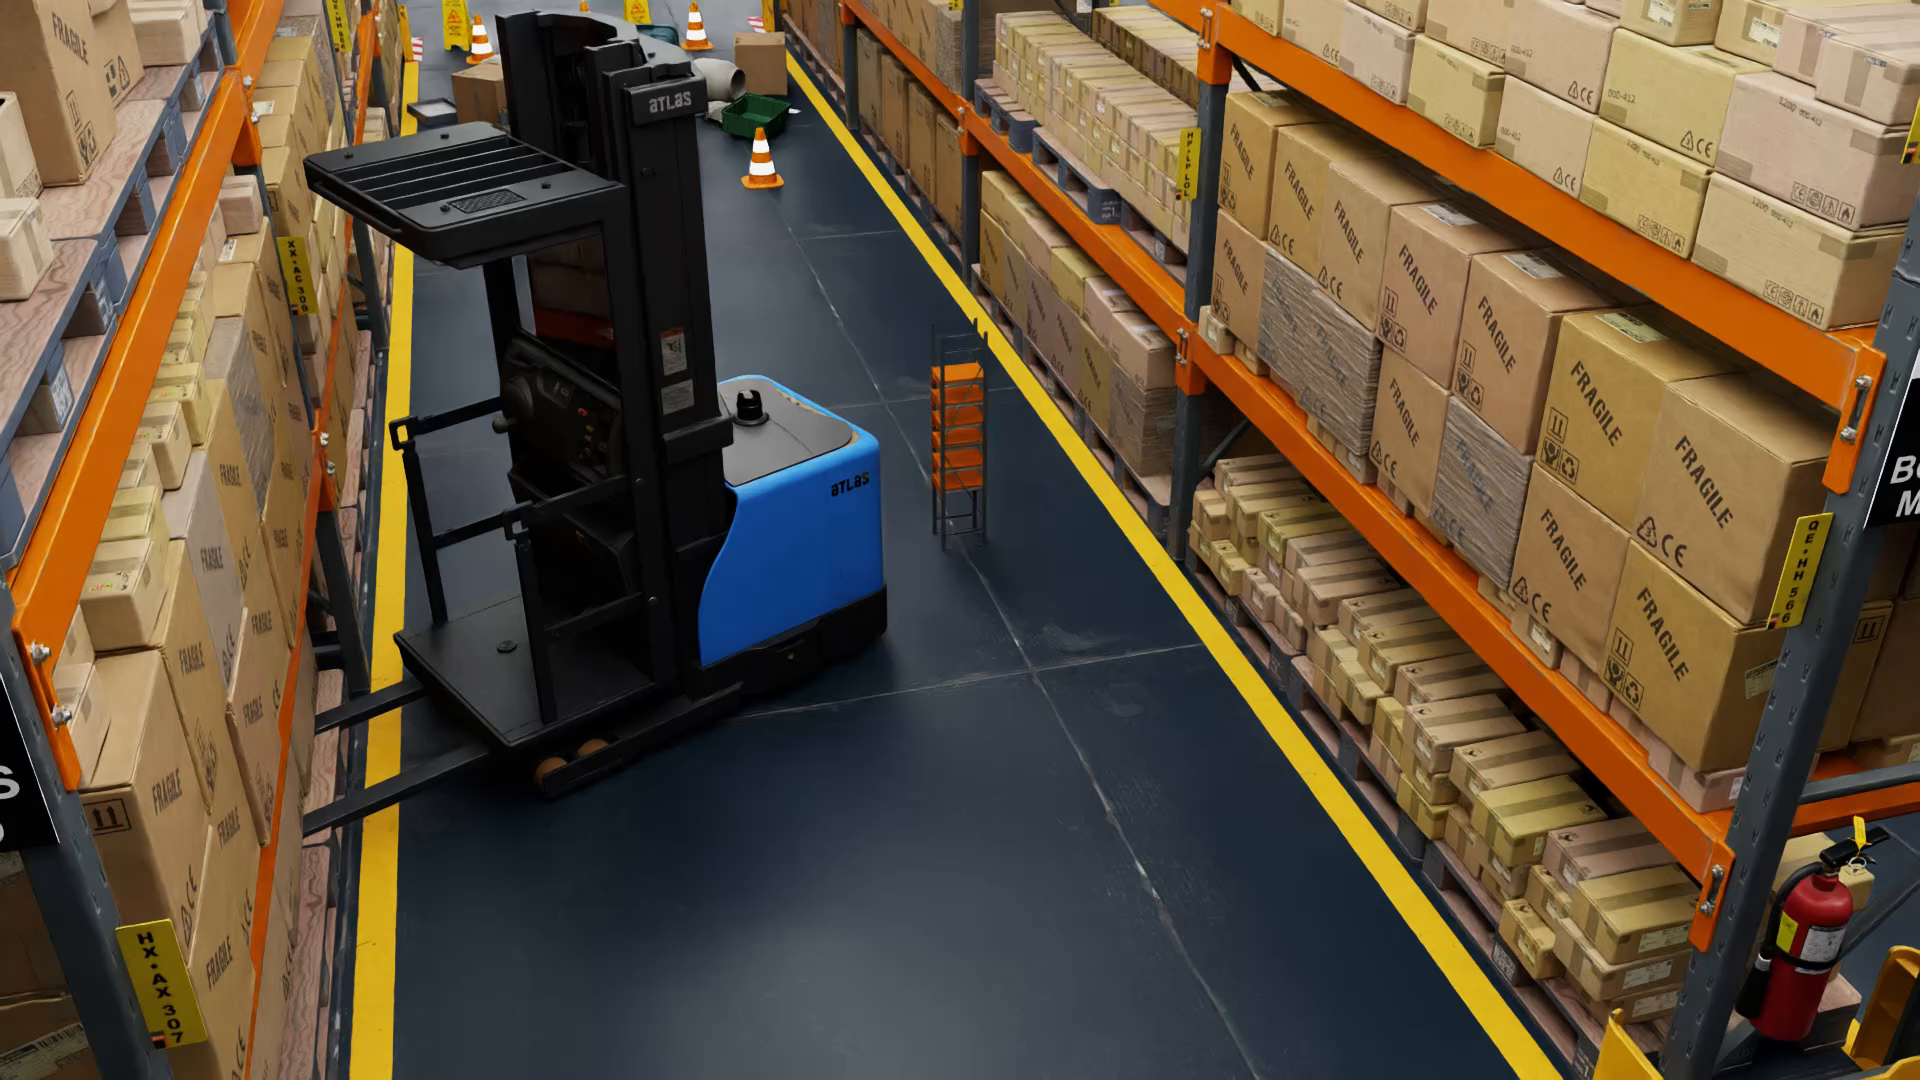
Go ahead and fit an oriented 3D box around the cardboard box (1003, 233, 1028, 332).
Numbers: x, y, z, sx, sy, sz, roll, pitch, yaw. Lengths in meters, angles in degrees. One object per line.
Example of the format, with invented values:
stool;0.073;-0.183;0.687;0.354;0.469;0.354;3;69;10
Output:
cardboard box;0.587;-1.691;10.754;0.500;0.500;0.500;-7;31;-13

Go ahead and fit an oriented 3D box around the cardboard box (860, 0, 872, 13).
cardboard box;-0.538;-4.651;13.691;0.500;0.500;0.500;-8;31;-13

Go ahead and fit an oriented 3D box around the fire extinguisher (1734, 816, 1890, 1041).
fire extinguisher;2.254;1.032;4.421;0.296;0.674;0.183;-8;31;-13

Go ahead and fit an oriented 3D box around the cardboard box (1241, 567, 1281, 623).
cardboard box;1.544;0.235;7.776;0.380;0.149;0.250;-8;31;-14

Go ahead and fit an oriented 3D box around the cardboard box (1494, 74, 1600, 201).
cardboard box;1.995;-1.250;5.071;0.500;0.250;0.500;-7;31;-11

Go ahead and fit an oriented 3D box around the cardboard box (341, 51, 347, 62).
cardboard box;-4.279;-3.355;10.736;0.500;0.500;0.500;-6;31;-11

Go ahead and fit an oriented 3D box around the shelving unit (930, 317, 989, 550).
shelving unit;-0.004;-0.526;8.462;0.258;1.200;0.189;-8;31;-13

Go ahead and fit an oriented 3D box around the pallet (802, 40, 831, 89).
pallet;-1.007;-4.902;17.009;1.003;0.211;1.213;-8;31;-13

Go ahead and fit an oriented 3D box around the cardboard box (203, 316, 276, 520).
cardboard box;-2.513;-0.364;5.287;0.500;0.500;0.500;-7;31;-13

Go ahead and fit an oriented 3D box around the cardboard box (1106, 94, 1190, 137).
cardboard box;1.005;-2.276;8.926;0.380;0.149;0.250;-9;31;-15

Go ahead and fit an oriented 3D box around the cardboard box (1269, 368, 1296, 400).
cardboard box;1.592;-0.752;7.305;0.380;0.149;0.250;-9;31;-15

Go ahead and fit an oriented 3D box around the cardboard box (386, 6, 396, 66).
cardboard box;-5.484;-4.579;15.244;0.500;0.500;0.500;-6;31;-11

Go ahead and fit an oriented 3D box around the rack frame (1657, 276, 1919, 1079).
rack frame;2.632;0.655;4.625;1.000;3.000;0.127;-8;31;-13

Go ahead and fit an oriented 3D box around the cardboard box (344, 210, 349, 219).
cardboard box;-3.702;-1.983;9.331;0.500;0.250;0.500;-7;31;-12

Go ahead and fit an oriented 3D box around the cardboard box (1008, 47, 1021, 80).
cardboard box;0.517;-3.020;10.508;0.380;0.149;0.250;-6;31;-11

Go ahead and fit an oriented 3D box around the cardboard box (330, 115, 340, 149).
cardboard box;-3.724;-2.206;9.218;0.500;0.250;0.500;-9;31;-15

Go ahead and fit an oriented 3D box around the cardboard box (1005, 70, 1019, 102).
cardboard box;0.504;-2.910;10.614;0.380;0.149;0.250;-6;31;-11

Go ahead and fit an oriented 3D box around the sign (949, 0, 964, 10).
sign;-0.026;-3.635;10.880;0.100;0.325;0.005;-8;31;-13

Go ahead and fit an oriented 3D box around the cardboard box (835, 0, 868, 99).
cardboard box;-0.653;-4.716;15.606;0.875;0.875;0.875;-7;31;-13

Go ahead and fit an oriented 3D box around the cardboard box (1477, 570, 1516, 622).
cardboard box;2.030;0.148;5.751;0.380;0.149;0.250;-9;31;-15

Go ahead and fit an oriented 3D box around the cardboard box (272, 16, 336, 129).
cardboard box;-3.704;-2.517;9.006;0.500;0.500;0.500;-7;31;-12

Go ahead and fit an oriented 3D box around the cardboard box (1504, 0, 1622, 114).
cardboard box;1.994;-1.478;4.966;0.500;0.250;0.500;-7;31;-13

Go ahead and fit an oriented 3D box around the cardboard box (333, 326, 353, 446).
cardboard box;-3.901;-0.988;9.165;0.875;0.875;0.875;-7;31;-13

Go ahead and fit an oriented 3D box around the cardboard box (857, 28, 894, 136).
cardboard box;-0.302;-4.061;14.599;1.050;0.750;0.750;-8;31;-14

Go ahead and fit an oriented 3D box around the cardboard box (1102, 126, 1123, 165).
cardboard box;0.996;-2.150;9.004;0.380;0.149;0.250;-9;31;-16

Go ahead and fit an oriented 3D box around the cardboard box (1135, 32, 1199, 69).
cardboard box;1.289;-2.987;10.155;0.380;0.149;0.250;-7;31;-12

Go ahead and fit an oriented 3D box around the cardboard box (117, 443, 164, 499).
cardboard box;-2.245;-0.106;4.193;0.380;0.149;0.250;-8;31;-13

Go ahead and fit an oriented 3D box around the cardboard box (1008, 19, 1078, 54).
cardboard box;0.518;-3.161;10.455;0.380;0.149;0.250;-9;31;-15

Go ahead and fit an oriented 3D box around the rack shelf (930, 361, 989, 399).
rack shelf;-0.004;-0.799;8.303;0.258;0.103;0.180;-8;31;-13

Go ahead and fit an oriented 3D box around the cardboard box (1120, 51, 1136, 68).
cardboard box;1.224;-2.978;10.434;0.380;0.149;0.250;-7;31;-12

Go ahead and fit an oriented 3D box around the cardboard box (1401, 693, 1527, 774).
cardboard box;1.912;0.734;6.320;0.380;0.149;0.250;-7;31;-11

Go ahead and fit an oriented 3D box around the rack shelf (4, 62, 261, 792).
rack shelf;-2.645;-0.591;4.501;1.077;0.370;4.000;-8;31;-13

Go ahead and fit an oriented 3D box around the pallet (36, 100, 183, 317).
pallet;-2.648;-0.846;4.311;1.003;0.211;1.213;-8;31;-13

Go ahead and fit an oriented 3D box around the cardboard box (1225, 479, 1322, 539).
cardboard box;1.478;-0.148;7.844;0.380;0.149;0.250;-6;31;-11

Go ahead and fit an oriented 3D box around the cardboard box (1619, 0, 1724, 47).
cardboard box;2.046;-1.458;4.533;0.380;0.149;0.250;-7;31;-12

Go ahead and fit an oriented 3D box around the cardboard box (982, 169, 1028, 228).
cardboard box;0.458;-2.268;11.002;0.500;0.250;0.500;-9;31;-16

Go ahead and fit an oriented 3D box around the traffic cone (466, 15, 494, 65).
traffic cone;-5.003;-5.232;17.327;0.336;0.463;0.334;-8;31;-13

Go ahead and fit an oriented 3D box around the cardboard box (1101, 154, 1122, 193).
cardboard box;0.995;-2.017;9.071;0.380;0.149;0.250;-9;31;-15

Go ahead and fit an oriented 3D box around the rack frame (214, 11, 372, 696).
rack frame;-3.175;-0.570;6.741;1.000;3.000;0.127;-8;31;-13

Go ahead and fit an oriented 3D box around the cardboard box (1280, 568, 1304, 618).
cardboard box;1.680;0.218;7.509;0.380;0.149;0.250;-9;31;-16

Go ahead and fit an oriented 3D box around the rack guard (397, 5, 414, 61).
rack guard;-6.340;-5.248;17.317;1.175;0.500;0.348;-8;31;-13

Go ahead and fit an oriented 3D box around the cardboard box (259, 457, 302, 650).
cardboard box;-2.516;0.065;5.543;0.500;0.500;0.500;-8;31;-14

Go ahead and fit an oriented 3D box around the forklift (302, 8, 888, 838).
forklift;-1.790;-0.495;6.680;3.031;2.935;1.130;-23;37;-34

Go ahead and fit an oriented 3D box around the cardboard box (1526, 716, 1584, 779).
cardboard box;2.446;0.791;6.519;0.380;0.149;0.250;-9;31;-16

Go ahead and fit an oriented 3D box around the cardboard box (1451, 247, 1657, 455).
cardboard box;1.990;-0.633;5.454;0.500;0.500;0.500;-6;31;-11

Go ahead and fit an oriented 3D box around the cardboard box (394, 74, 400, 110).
cardboard box;-5.348;-4.003;14.997;0.500;0.250;0.500;-6;31;-10

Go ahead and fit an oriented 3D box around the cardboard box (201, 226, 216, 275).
cardboard box;-2.765;-0.957;5.664;0.380;0.149;0.250;-8;31;-13

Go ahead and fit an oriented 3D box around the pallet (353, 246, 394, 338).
pallet;-4.443;-1.673;11.430;1.003;0.211;1.213;-8;31;-13

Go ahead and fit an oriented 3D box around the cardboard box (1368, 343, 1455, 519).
cardboard box;1.867;-0.435;6.111;0.500;0.500;0.500;-6;31;-11

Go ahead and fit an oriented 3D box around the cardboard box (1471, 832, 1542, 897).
cardboard box;2.077;1.110;5.967;0.380;0.149;0.250;-9;31;-15

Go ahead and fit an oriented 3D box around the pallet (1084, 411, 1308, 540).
pallet;1.362;-0.446;9.310;1.003;0.211;1.213;-8;31;-13

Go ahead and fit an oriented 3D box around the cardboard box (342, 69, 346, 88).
cardboard box;-4.215;-3.036;10.833;0.380;0.149;0.250;-10;31;-16

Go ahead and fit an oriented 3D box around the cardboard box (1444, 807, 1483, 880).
cardboard box;2.060;1.113;6.260;0.380;0.149;0.250;-8;31;-13

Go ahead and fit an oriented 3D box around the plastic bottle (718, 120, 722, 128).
plastic bottle;-2.081;-3.802;15.258;0.283;0.061;0.133;26;39;37

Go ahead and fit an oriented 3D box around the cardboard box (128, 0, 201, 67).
cardboard box;-2.627;-1.591;5.242;0.380;0.149;0.250;-7;31;-12
